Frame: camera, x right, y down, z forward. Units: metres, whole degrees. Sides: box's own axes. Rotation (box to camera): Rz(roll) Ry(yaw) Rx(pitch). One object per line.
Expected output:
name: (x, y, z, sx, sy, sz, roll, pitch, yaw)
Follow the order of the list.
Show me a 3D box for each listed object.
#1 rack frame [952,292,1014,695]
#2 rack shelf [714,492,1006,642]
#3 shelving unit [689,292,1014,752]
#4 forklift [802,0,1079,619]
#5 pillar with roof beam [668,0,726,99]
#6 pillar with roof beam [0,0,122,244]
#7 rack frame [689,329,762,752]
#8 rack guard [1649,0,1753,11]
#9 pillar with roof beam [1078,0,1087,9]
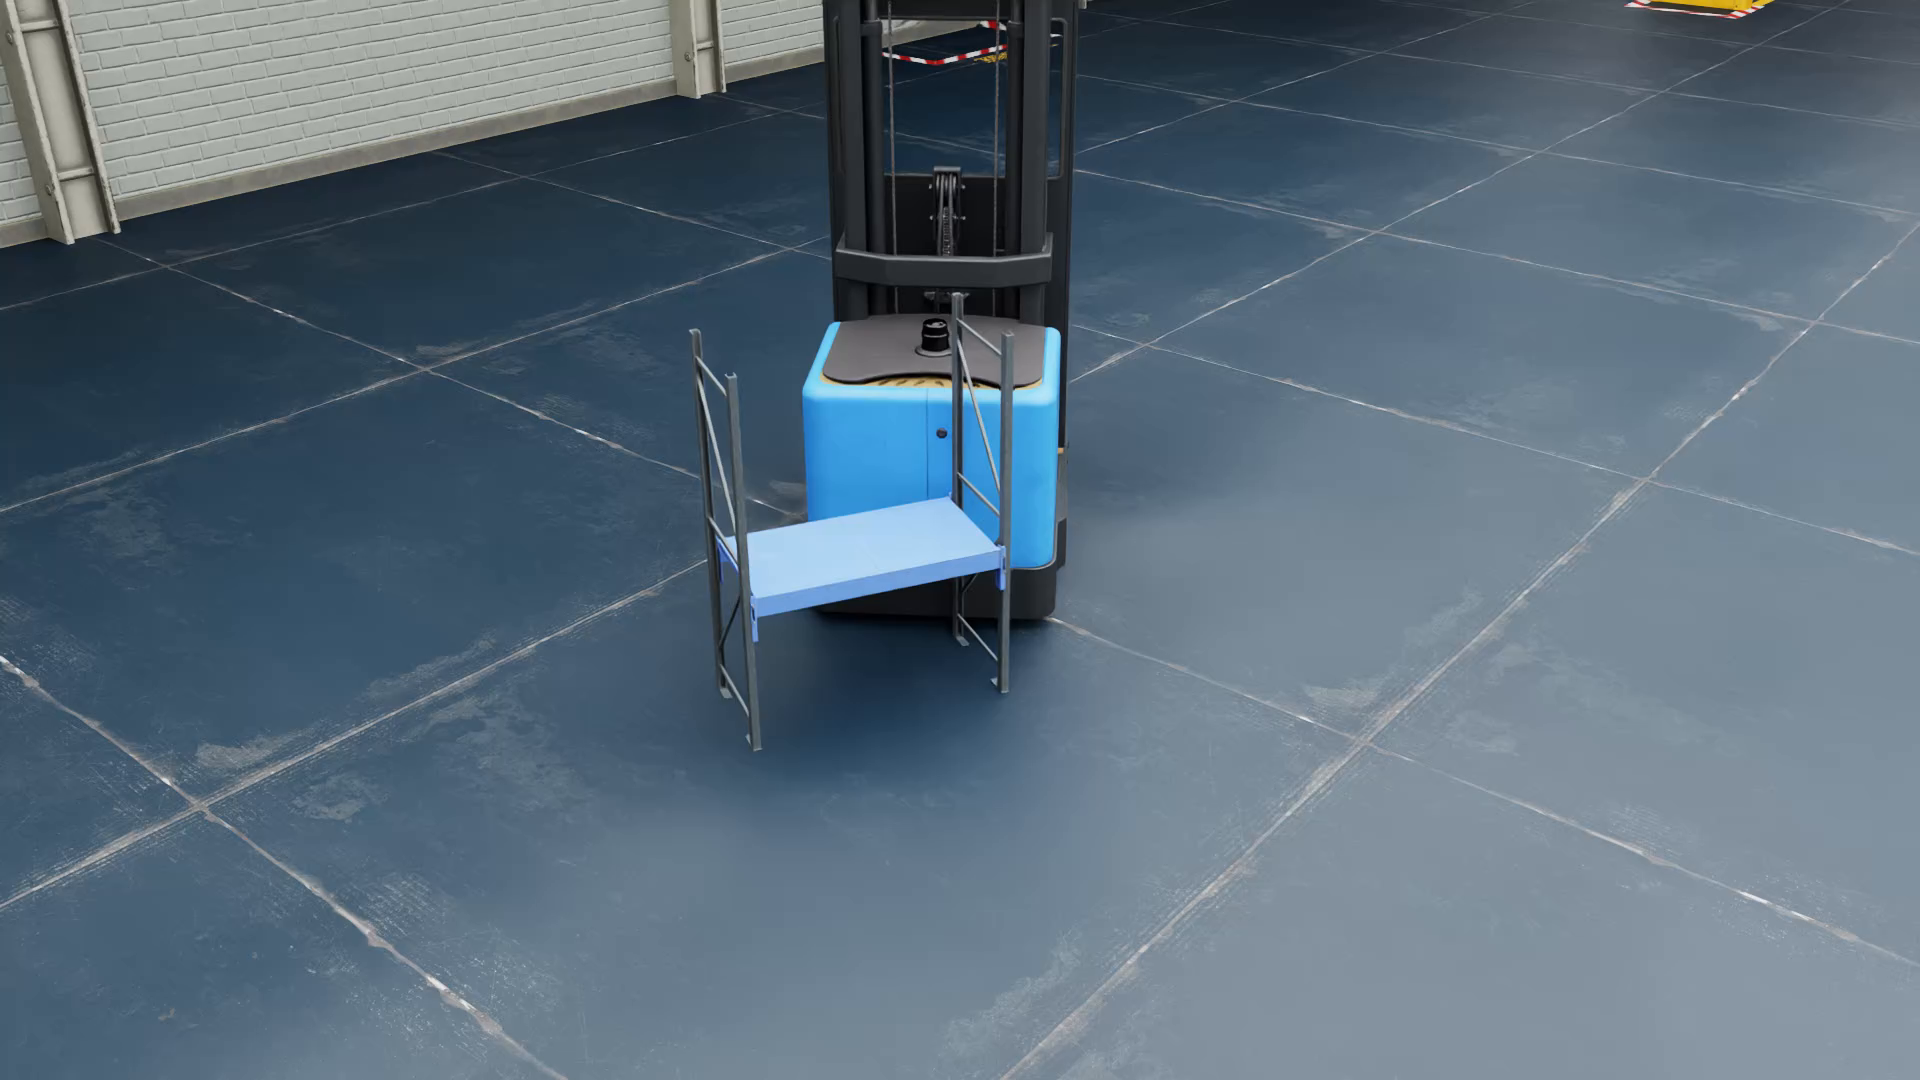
rack frame: (0.080, -0.164, 6.435, 0.032, 1.500, 0.500, -11, 29, -20)
rack shelf: (-0.387, 0.088, 6.340, 1.000, 0.185, 0.538, -11, 29, -20)
shelving unit: (-0.387, -0.072, 6.257, 1.048, 1.500, 0.538, -11, 29, -20)
forklift: (-0.021, -1.613, 7.679, 1.130, 2.935, 3.031, 2, 27, 4)
pillar with roof beam: (0.807, -7.078, 11.639, 9.100, 9.000, 0.400, 21, 34, 34)
pillar with roof beam: (-3.009, -4.951, 7.527, 9.100, 9.000, 0.400, 21, 34, 34)
rack frame: (-0.855, 0.020, 6.080, 0.032, 1.500, 0.500, -11, 29, -20)
rack guard: (9.150, -6.860, 20.467, 1.175, 0.500, 0.348, 21, 34, 34)
pillar with roof beam: (4.623, -9.206, 15.751, 9.100, 9.000, 0.400, 21, 34, 34)
